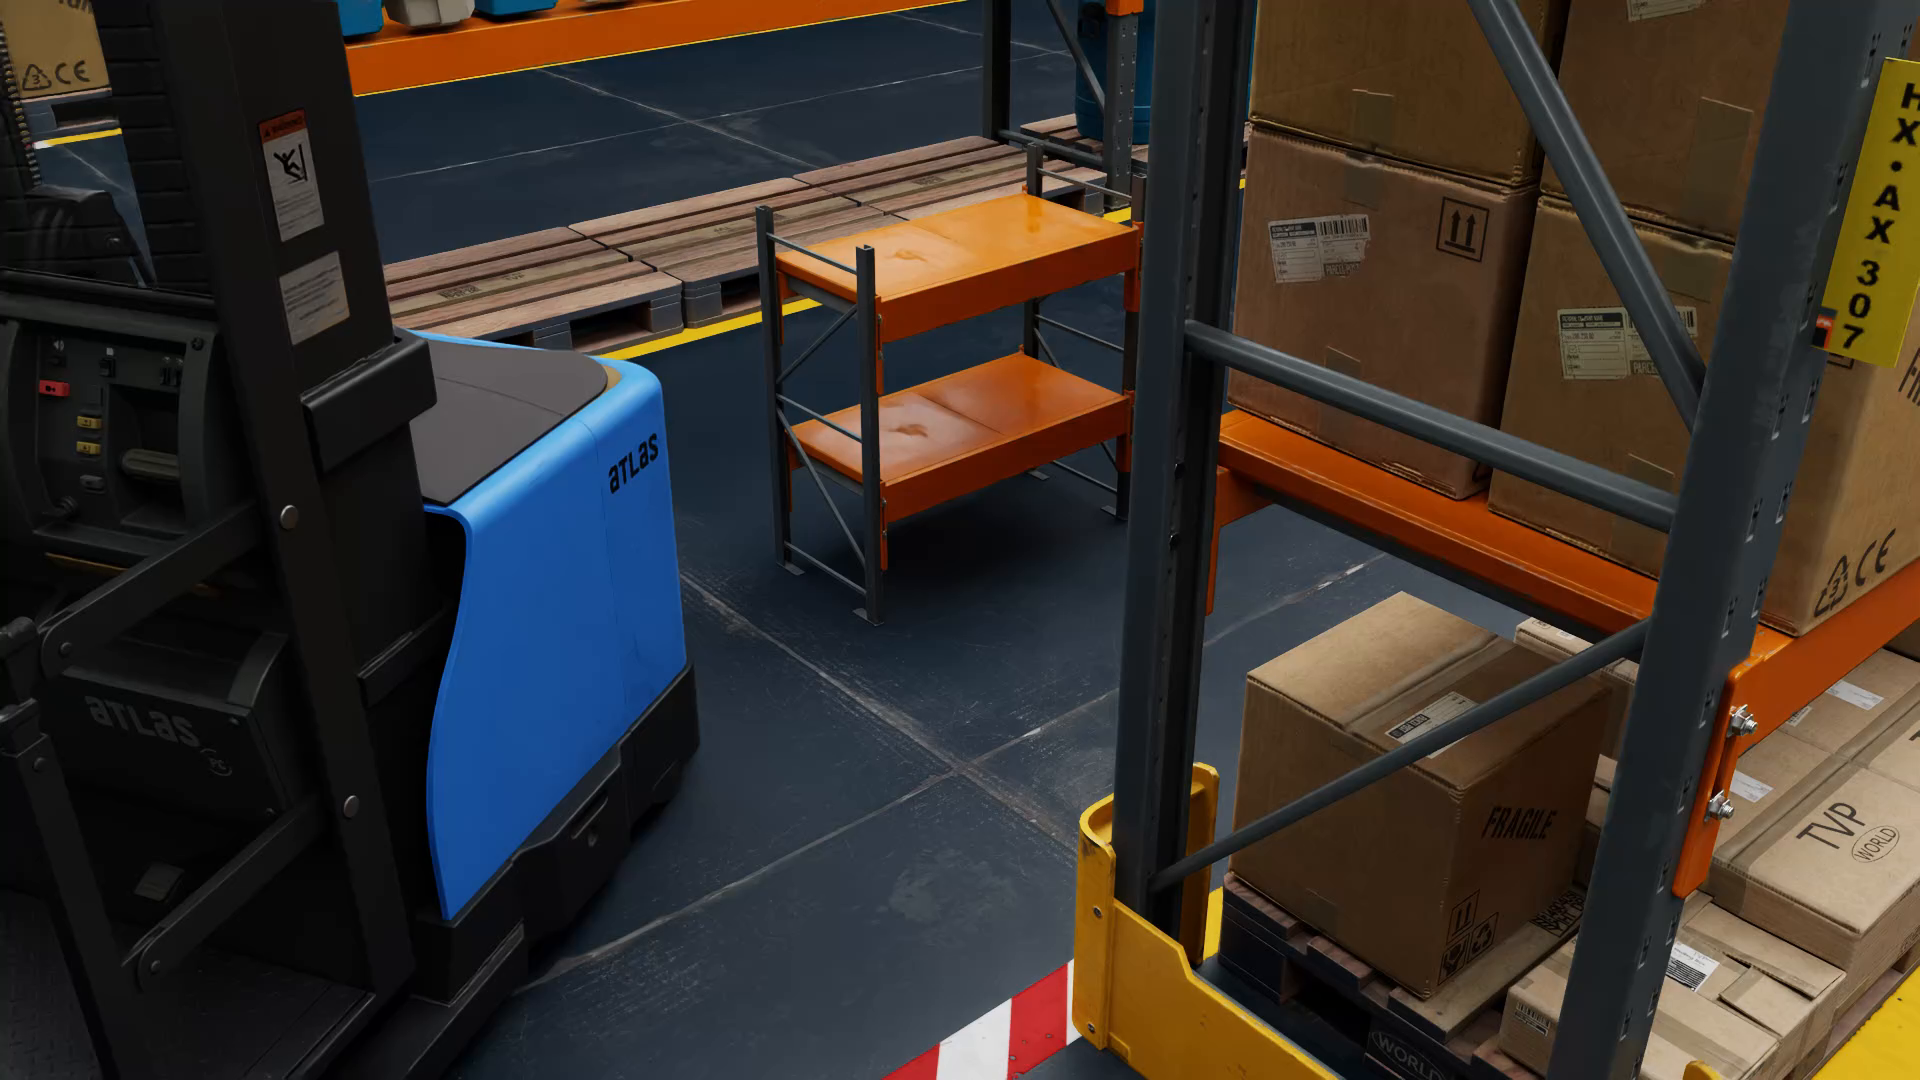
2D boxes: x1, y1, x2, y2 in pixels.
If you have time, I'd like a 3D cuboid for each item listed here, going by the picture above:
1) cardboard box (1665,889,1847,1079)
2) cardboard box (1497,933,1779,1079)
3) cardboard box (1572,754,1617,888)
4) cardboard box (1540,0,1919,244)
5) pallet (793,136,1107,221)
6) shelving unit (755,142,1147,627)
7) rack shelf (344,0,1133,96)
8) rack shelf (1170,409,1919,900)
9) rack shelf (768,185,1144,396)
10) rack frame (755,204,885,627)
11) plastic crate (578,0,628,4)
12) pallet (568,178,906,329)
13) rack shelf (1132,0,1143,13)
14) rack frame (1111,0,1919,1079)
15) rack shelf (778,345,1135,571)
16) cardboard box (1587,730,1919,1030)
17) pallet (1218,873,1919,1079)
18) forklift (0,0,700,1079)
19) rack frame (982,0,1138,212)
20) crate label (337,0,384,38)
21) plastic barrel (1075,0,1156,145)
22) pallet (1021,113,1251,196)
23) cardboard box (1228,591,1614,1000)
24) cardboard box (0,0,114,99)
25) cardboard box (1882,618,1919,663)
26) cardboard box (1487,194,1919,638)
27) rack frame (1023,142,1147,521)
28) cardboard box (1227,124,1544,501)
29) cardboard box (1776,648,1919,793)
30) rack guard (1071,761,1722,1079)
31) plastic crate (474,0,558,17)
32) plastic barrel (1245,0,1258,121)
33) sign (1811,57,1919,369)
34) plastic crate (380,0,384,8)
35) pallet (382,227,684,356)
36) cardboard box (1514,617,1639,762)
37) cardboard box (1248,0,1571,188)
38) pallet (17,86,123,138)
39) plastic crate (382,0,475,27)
[{"bbox_3d":[1.386,0.810,3.091,0.250,0.166,0.380,-22,35,-35],"label":"cardboard box"},{"bbox_3d":[1.196,0.895,2.952,0.250,0.149,0.380,-22,35,-35],"label":"cardboard box"},{"bbox_3d":[1.275,0.545,3.586,0.250,0.166,0.380,-22,35,-35],"label":"cardboard box"},{"bbox_3d":[1.163,-0.690,2.192,0.500,0.500,0.500,-21,34,-33],"label":"cardboard box"},{"bbox_3d":[-0.049,-1.696,8.200,1.213,0.211,1.003,-22,35,-35],"label":"pallet"},{"bbox_3d":[-0.005,-0.494,4.981,1.048,1.125,0.538,-22,35,-35],"label":"shelving unit"},{"bbox_3d":[-1.036,-2.236,7.014,4.000,0.370,1.077,-22,35,-35],"label":"rack shelf"},{"bbox_3d":[2.176,-0.458,3.689,4.000,0.370,1.077,-22,35,-35],"label":"rack shelf"},{"bbox_3d":[-0.005,-0.752,4.843,1.000,0.278,0.538,-22,35,-35],"label":"rack shelf"},{"bbox_3d":[-0.392,-0.339,4.690,0.032,1.125,0.500,-22,35,-35],"label":"rack frame"},{"bbox_3d":[-1.342,-2.085,6.185,0.298,0.136,0.250,-22,35,-35],"label":"plastic crate"},{"bbox_3d":[-0.978,-1.321,7.498,1.213,0.211,1.003,-22,35,-35],"label":"pallet"},{"bbox_3d":[2.007,-3.459,9.304,4.000,0.370,1.077,-22,35,-35],"label":"rack shelf"},{"bbox_3d":[0.654,-0.164,2.374,0.127,3.000,1.000,-22,35,-35],"label":"rack frame"},{"bbox_3d":[-0.005,-0.278,5.096,1.000,0.278,0.538,-22,35,-35],"label":"rack shelf"},{"bbox_3d":[1.632,0.637,3.326,0.500,0.250,0.500,-22,35,-35],"label":"cardboard box"},{"bbox_3d":[1.318,0.799,3.532,1.213,0.211,1.003,-22,35,-35],"label":"pallet"},{"bbox_3d":[-1.618,-0.160,2.440,1.130,2.935,3.031,9,30,17],"label":"forklift"},{"bbox_3d":[0.485,-3.165,7.990,0.127,3.000,1.000,-22,35,-35],"label":"rack frame"},{"bbox_3d":[-2.156,-1.851,5.646,0.303,0.233,0.416,-22,35,-35],"label":"crate label"},{"bbox_3d":[0.910,-2.585,8.685,0.708,0.901,0.600,-22,35,-35],"label":"plastic barrel"},{"bbox_3d":[1.099,-2.156,9.061,1.213,0.211,1.003,-22,35,-35],"label":"pallet"},{"bbox_3d":[0.908,0.490,3.336,0.500,0.500,0.500,-22,35,-35],"label":"cardboard box"},{"bbox_3d":[-5.338,-3.190,9.845,0.875,0.875,0.875,-22,35,-35],"label":"cardboard box"},{"bbox_3d":[2.271,0.096,4.070,0.637,0.503,0.797,-22,35,-35],"label":"cardboard box"},{"bbox_3d":[1.163,-0.249,2.428,0.500,0.500,0.500,-21,35,-34],"label":"cardboard box"},{"bbox_3d":[0.382,-0.650,5.272,0.032,1.125,0.500,-22,35,-35],"label":"rack frame"},{"bbox_3d":[0.818,-0.443,2.790,0.500,0.500,0.500,-21,34,-33],"label":"cardboard box"},{"bbox_3d":[2.013,0.484,3.612,0.500,0.250,0.500,-22,35,-35],"label":"cardboard box"},{"bbox_3d":[0.712,0.915,3.007,0.348,0.500,1.175,-22,35,-35],"label":"rack guard"},{"bbox_3d":[-1.655,-2.053,6.022,0.300,0.233,0.416,-22,35,-35],"label":"plastic crate"},{"bbox_3d":[1.449,-2.801,9.090,0.708,0.901,0.600,-22,35,-35],"label":"plastic barrel"},{"bbox_3d":[1.007,-0.351,1.806,0.005,0.325,0.100,-22,35,-35],"label":"sign"},{"bbox_3d":[-2.424,-2.153,5.994,0.499,0.435,0.616,-22,35,-35],"label":"plastic crate"},{"bbox_3d":[-1.905,-0.950,6.803,1.213,0.211,1.003,-22,35,-35],"label":"pallet"},{"bbox_3d":[1.650,0.320,3.919,0.500,0.250,0.500,-22,35,-35],"label":"cardboard box"},{"bbox_3d":[0.814,-0.884,2.554,0.500,0.500,0.500,-22,35,-35],"label":"cardboard box"},{"bbox_3d":[-5.215,-2.760,10.190,1.213,0.211,1.003,-22,35,-35],"label":"pallet"},{"bbox_3d":[-1.859,-1.877,5.796,0.298,0.136,0.250,-22,35,-35],"label":"plastic crate"}]
